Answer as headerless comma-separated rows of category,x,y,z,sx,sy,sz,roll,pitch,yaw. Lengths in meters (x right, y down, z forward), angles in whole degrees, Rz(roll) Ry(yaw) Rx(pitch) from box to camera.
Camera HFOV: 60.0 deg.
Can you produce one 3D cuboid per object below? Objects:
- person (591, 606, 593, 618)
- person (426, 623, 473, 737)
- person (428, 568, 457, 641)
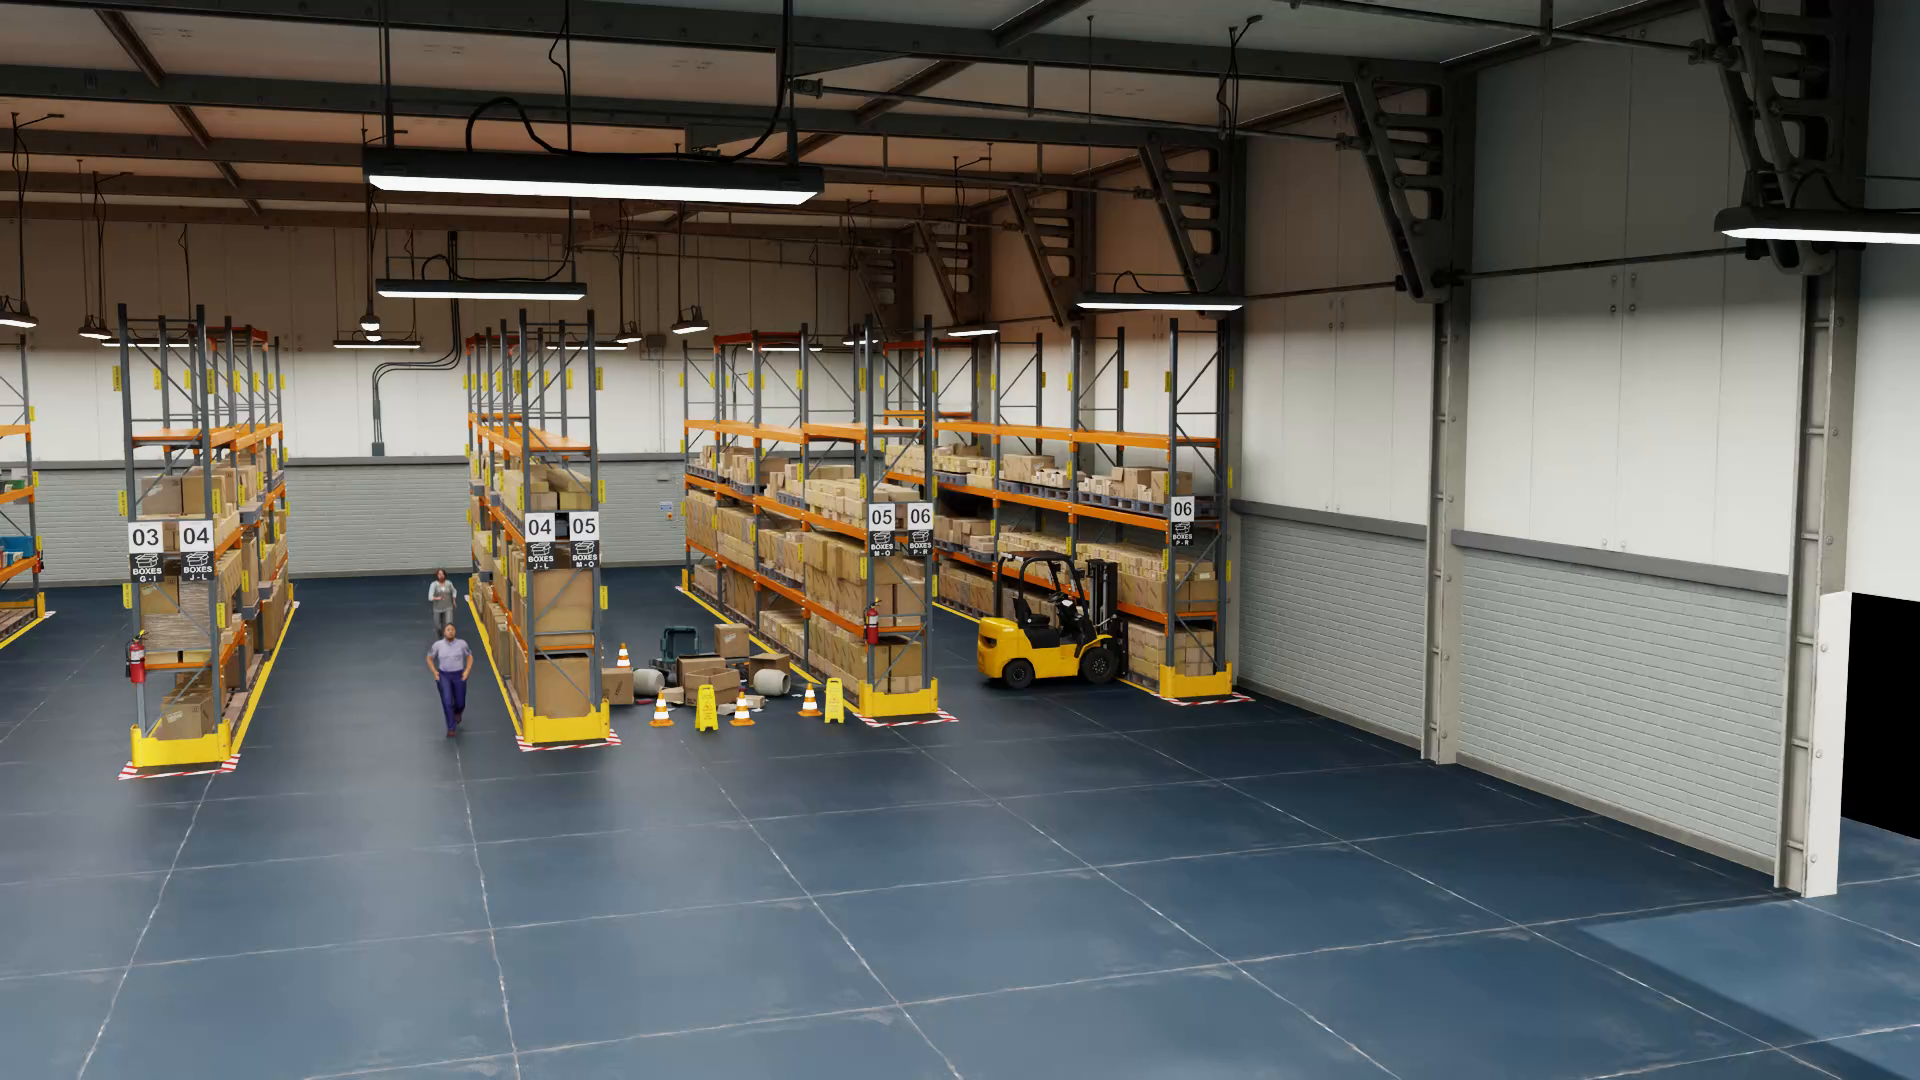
person,-8.000,0.781,35.311,0.643,1.751,0.602,-2,6,-18
person,-7.269,1.974,23.669,0.611,1.586,0.670,-2,6,-23
person,-9.430,1.326,30.344,0.504,1.638,0.711,-2,6,-20
